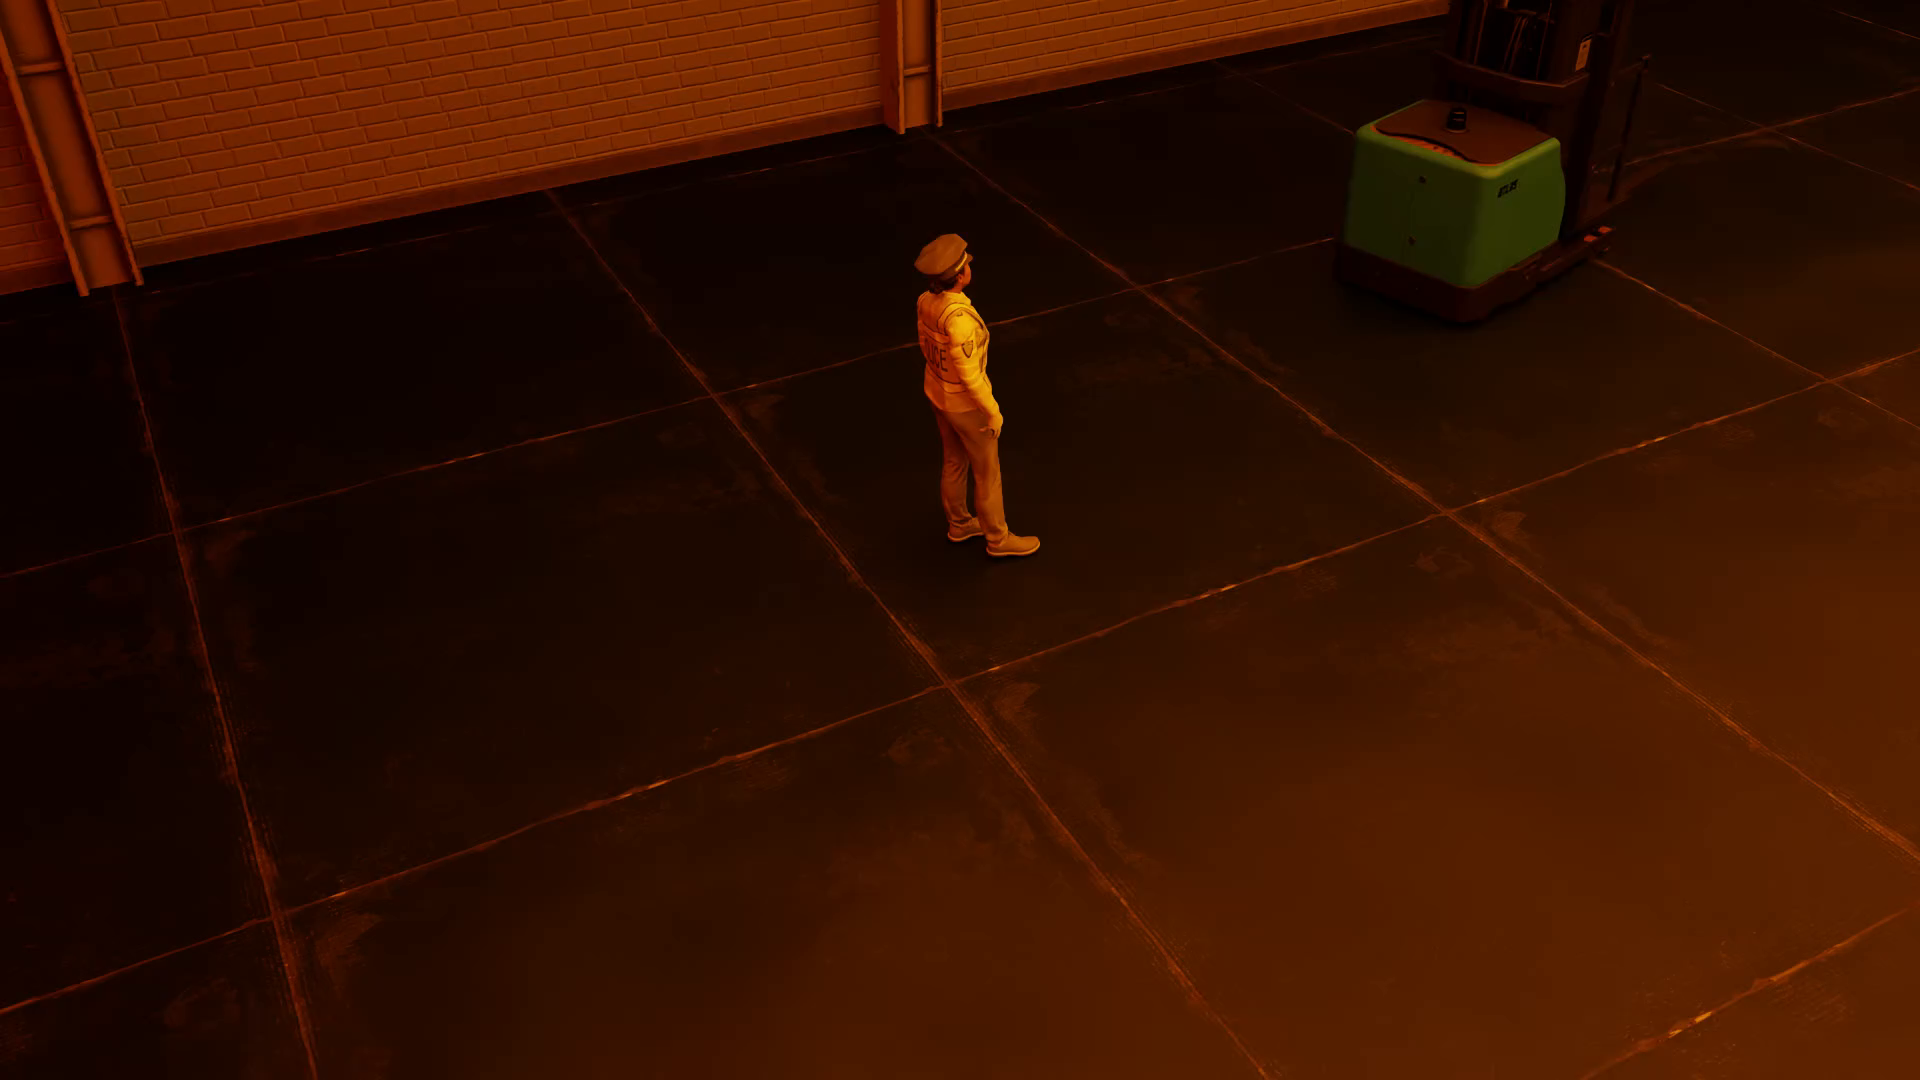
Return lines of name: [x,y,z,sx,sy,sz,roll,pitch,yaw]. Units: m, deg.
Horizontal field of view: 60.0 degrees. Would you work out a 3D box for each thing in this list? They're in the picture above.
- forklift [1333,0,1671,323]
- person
forklift: [3.890,-3.305,10.799,3.031,2.935,1.130,-29,45,-35]
person: [0.064,-0.713,8.190,0.530,1.694,0.586,-17,39,-23]
